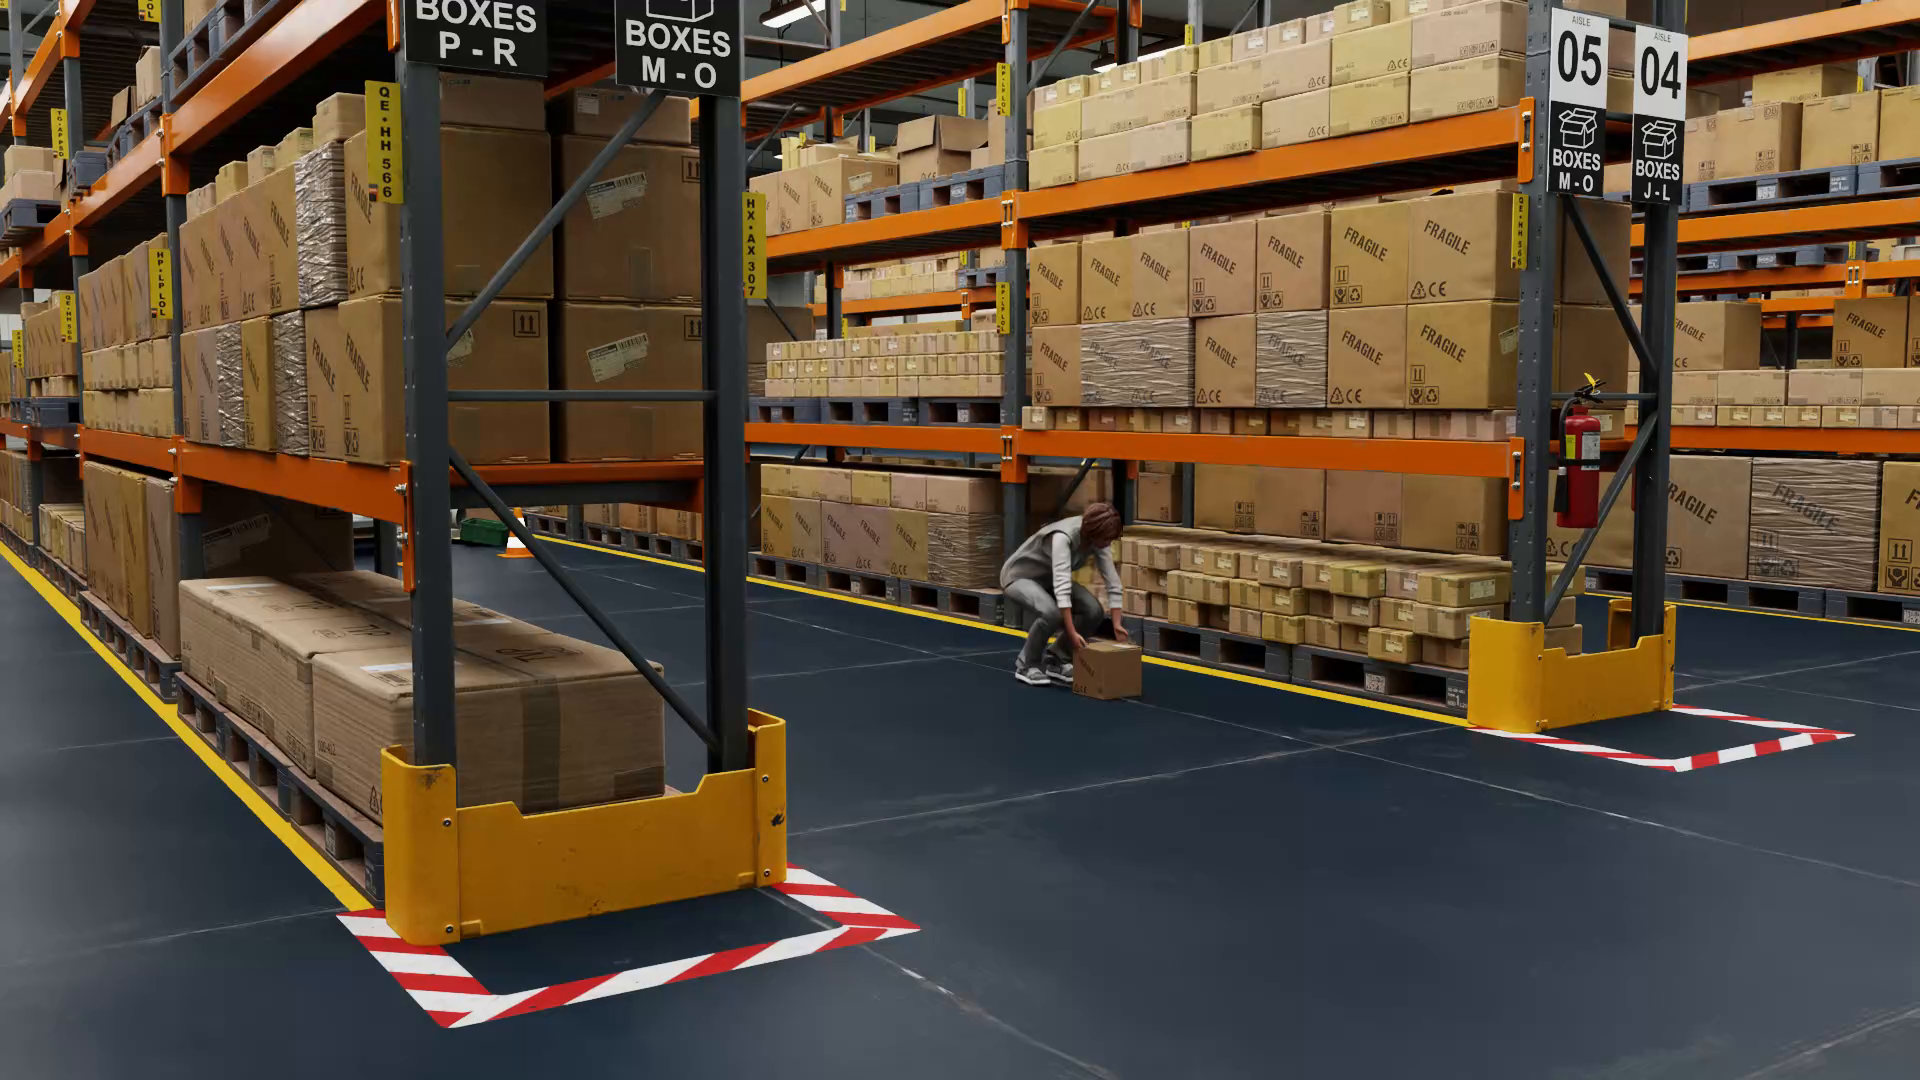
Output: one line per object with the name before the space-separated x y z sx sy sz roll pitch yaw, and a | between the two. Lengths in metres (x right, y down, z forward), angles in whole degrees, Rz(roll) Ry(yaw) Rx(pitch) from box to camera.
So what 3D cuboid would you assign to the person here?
person | 0.548 0.281 8.756 0.453 0.963 0.780 -3 6 -35
